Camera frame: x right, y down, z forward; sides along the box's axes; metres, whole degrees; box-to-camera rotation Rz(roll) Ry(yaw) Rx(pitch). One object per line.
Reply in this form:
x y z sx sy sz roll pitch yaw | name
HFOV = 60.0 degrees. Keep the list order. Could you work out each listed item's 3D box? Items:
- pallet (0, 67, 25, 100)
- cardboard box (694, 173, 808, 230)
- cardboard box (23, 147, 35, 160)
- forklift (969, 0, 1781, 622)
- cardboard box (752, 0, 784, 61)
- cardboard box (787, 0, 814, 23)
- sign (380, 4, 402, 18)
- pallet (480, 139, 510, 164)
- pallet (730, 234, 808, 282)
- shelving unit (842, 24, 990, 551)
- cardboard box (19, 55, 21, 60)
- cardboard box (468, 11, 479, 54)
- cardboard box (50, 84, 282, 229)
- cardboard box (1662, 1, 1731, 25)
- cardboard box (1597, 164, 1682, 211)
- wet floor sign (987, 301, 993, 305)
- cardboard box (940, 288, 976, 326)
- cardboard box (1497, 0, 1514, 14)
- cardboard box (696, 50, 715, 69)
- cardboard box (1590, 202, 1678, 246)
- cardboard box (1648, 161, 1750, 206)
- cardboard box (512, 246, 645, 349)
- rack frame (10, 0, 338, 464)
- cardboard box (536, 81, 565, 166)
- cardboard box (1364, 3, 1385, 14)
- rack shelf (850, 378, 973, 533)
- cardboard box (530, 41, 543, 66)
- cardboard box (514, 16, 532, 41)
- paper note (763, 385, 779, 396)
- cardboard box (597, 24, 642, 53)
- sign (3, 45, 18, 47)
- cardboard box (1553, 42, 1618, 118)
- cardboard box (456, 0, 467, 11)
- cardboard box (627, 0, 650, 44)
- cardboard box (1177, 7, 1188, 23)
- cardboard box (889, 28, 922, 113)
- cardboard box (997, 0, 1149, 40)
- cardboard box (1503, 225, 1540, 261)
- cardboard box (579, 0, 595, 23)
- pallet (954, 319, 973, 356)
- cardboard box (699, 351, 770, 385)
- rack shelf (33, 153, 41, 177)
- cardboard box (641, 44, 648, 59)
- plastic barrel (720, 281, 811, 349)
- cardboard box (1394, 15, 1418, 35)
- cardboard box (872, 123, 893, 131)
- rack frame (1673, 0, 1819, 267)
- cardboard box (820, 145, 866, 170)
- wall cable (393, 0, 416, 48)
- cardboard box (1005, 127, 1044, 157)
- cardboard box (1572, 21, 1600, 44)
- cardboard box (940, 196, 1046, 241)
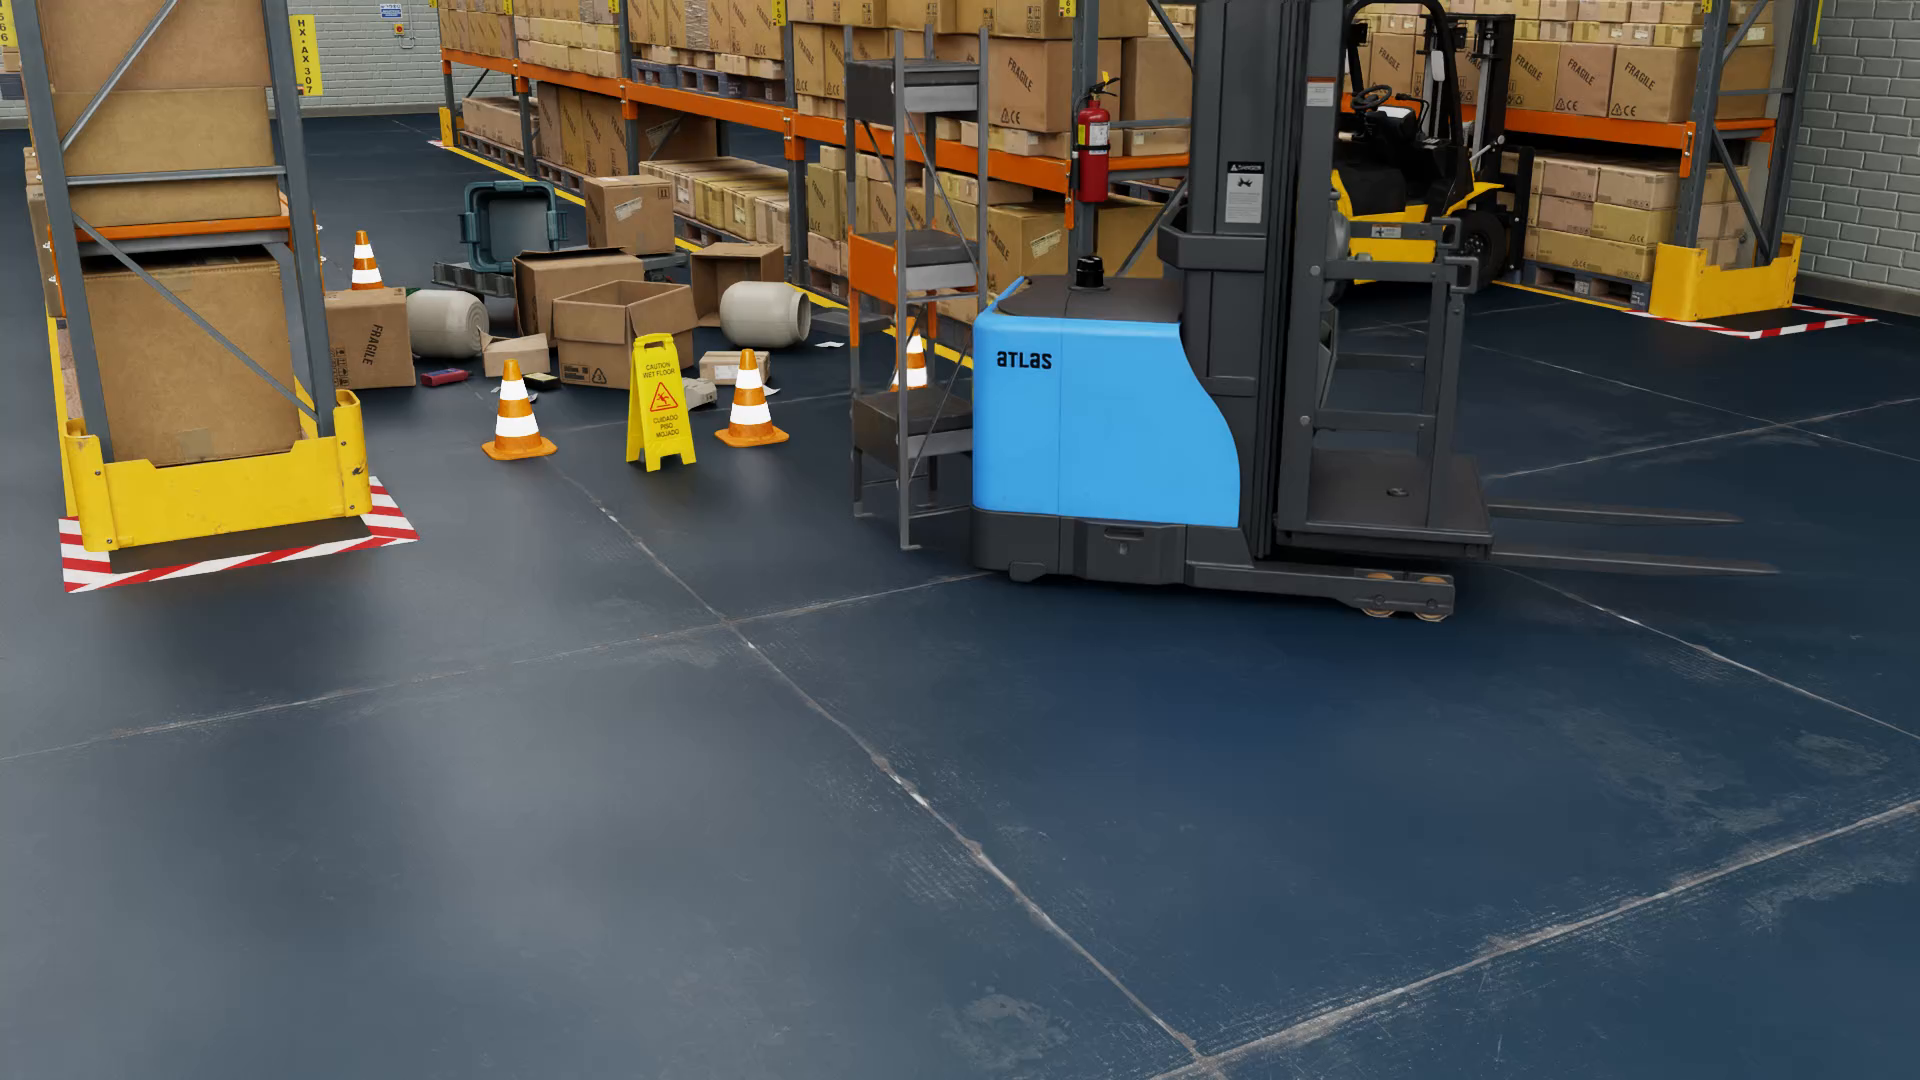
-7.472 -3.900 14.130 1.213 0.211 1.003 -10 21 -27 | pallet
-1.759 -2.962 14.502 0.950 0.372 0.625 -9 21 -25 | cardboard box
-6.830 -2.749 13.306 1.050 0.750 0.750 -10 22 -27 | cardboard box
1.608 -1.269 6.315 3.031 2.935 1.130 4 19 12 | forklift
-1.253 -3.934 12.680 0.500 0.500 0.500 -10 22 -28 | cardboard box
-0.814 -3.951 11.841 0.700 0.500 0.500 -10 22 -27 | cardboard box
-9.300 -8.648 27.181 0.327 0.218 0.001 -10 21 -27 | sign
-5.506 -5.010 21.327 1.003 0.211 1.213 -10 21 -27 | pallet
-1.203 -2.356 13.634 1.003 0.211 1.213 -10 21 -27 | pallet
-0.181 -1.050 6.955 0.431 2.100 0.503 -9 21 -25 | shelving unit
-5.623 -2.810 10.524 0.500 0.500 0.500 -10 21 -27 | cardboard box
-5.812 -6.329 20.722 0.500 0.500 0.500 -9 21 -25 | cardboard box
-3.457 -1.677 7.163 0.875 0.550 0.550 -10 21 -27 | cardboard box
5.078 -3.637 11.469 0.380 0.149 0.250 -10 21 -27 | cardboard box
4.941 -2.527 11.896 0.500 0.250 0.500 -9 21 -25 | cardboard box
0.216 -0.969 8.950 0.267 0.644 0.232 -3 19 -8 | wet floor sign
0.208 -1.541 10.571 0.500 0.250 0.500 -10 21 -26 | cardboard box
4.345 -4.076 12.742 0.380 0.149 0.250 -10 21 -26 | cardboard box
-2.016 -4.085 14.113 0.380 0.149 0.250 -9 21 -25 | cardboard box
4.928 -2.299 11.999 0.500 0.250 0.500 -10 22 -27 | cardboard box
5.372 -2.611 12.138 0.500 0.250 0.500 -10 22 -27 | cardboard box
-2.446 -1.566 10.689 0.797 0.637 0.503 -10 21 -27 | cardboard box
-3.241 -1.507 6.899 1.000 3.000 0.127 -10 21 -27 | rack frame
-4.266 -4.776 18.986 0.875 0.875 0.875 -9 21 -25 | cardboard box
3.644 -4.519 14.026 0.380 0.149 0.250 -10 21 -26 | cardboard box
-0.181 -0.375 7.188 0.431 0.518 0.480 -9 21 -25 | rack shelf
-4.407 -5.361 18.298 0.500 0.250 0.500 -11 22 -28 | cardboard box
-4.670 -5.742 18.638 0.500 0.250 0.500 -11 22 -28 | cardboard box
-1.133 -0.862 9.582 0.142 0.019 0.148 16 25 39 | paper note
-3.185 -4.864 16.092 0.500 0.250 0.500 -10 21 -27 | cardboard box
-5.613 -3.078 9.799 0.100 0.325 0.005 -10 21 -27 | sign
4.731 -3.370 12.147 0.500 0.500 0.500 -9 21 -25 | cardboard box
-6.050 -6.940 20.958 0.500 0.500 0.500 -10 21 -27 | cardboard box
-2.721 -4.820 15.249 0.500 0.500 0.500 -11 22 -28 | cardboard box
2.358 -5.157 16.330 0.380 0.149 0.250 -10 21 -27 | cardboard box
-0.125 -3.040 10.734 0.500 0.500 0.500 -10 21 -26 | cardboard box
0.633 -3.076 9.304 0.700 0.500 0.500 -11 22 -28 | cardboard box
4.475 -2.346 12.903 0.500 0.250 0.500 -10 21 -26 | cardboard box
-3.458 -5.373 16.417 0.500 0.500 0.500 -10 21 -26 | cardboard box
0.677 -1.245 10.415 1.003 0.211 1.213 -10 21 -27 | pallet
-1.332 -1.018 9.853 0.380 0.149 0.250 1 19 2 | cardboard box
-6.090 -2.889 12.008 1.077 0.370 4.000 -10 21 -27 | rack shelf
-2.741 -4.556 15.479 0.380 0.149 0.250 -11 22 -30 | cardboard box
-1.246 -1.443 10.664 0.512 0.421 0.421 4 19 11 | plastic barrel
3.779 -4.215 13.601 0.380 0.149 0.250 -9 21 -25 | cardboard box
-0.366 -2.823 11.099 0.380 0.149 0.250 -10 21 -26 | cardboard box
5.434 -3.072 11.436 1.000 3.000 0.127 -10 21 -27 | rack frame
-0.783 -2.754 11.941 0.380 0.149 0.250 -10 21 -26 | cardboard box
-9.228 -9.005 27.025 0.585 1.953 0.123 -10 21 -27 | wall cable
0.484 -2.313 9.622 0.380 0.149 0.250 -10 22 -27 | cardboard box
4.698 -3.708 12.130 0.380 0.149 0.250 -10 21 -27 | cardboard box
0.207 -1.894 10.445 0.500 0.500 0.500 -9 21 -25 | cardboard box
